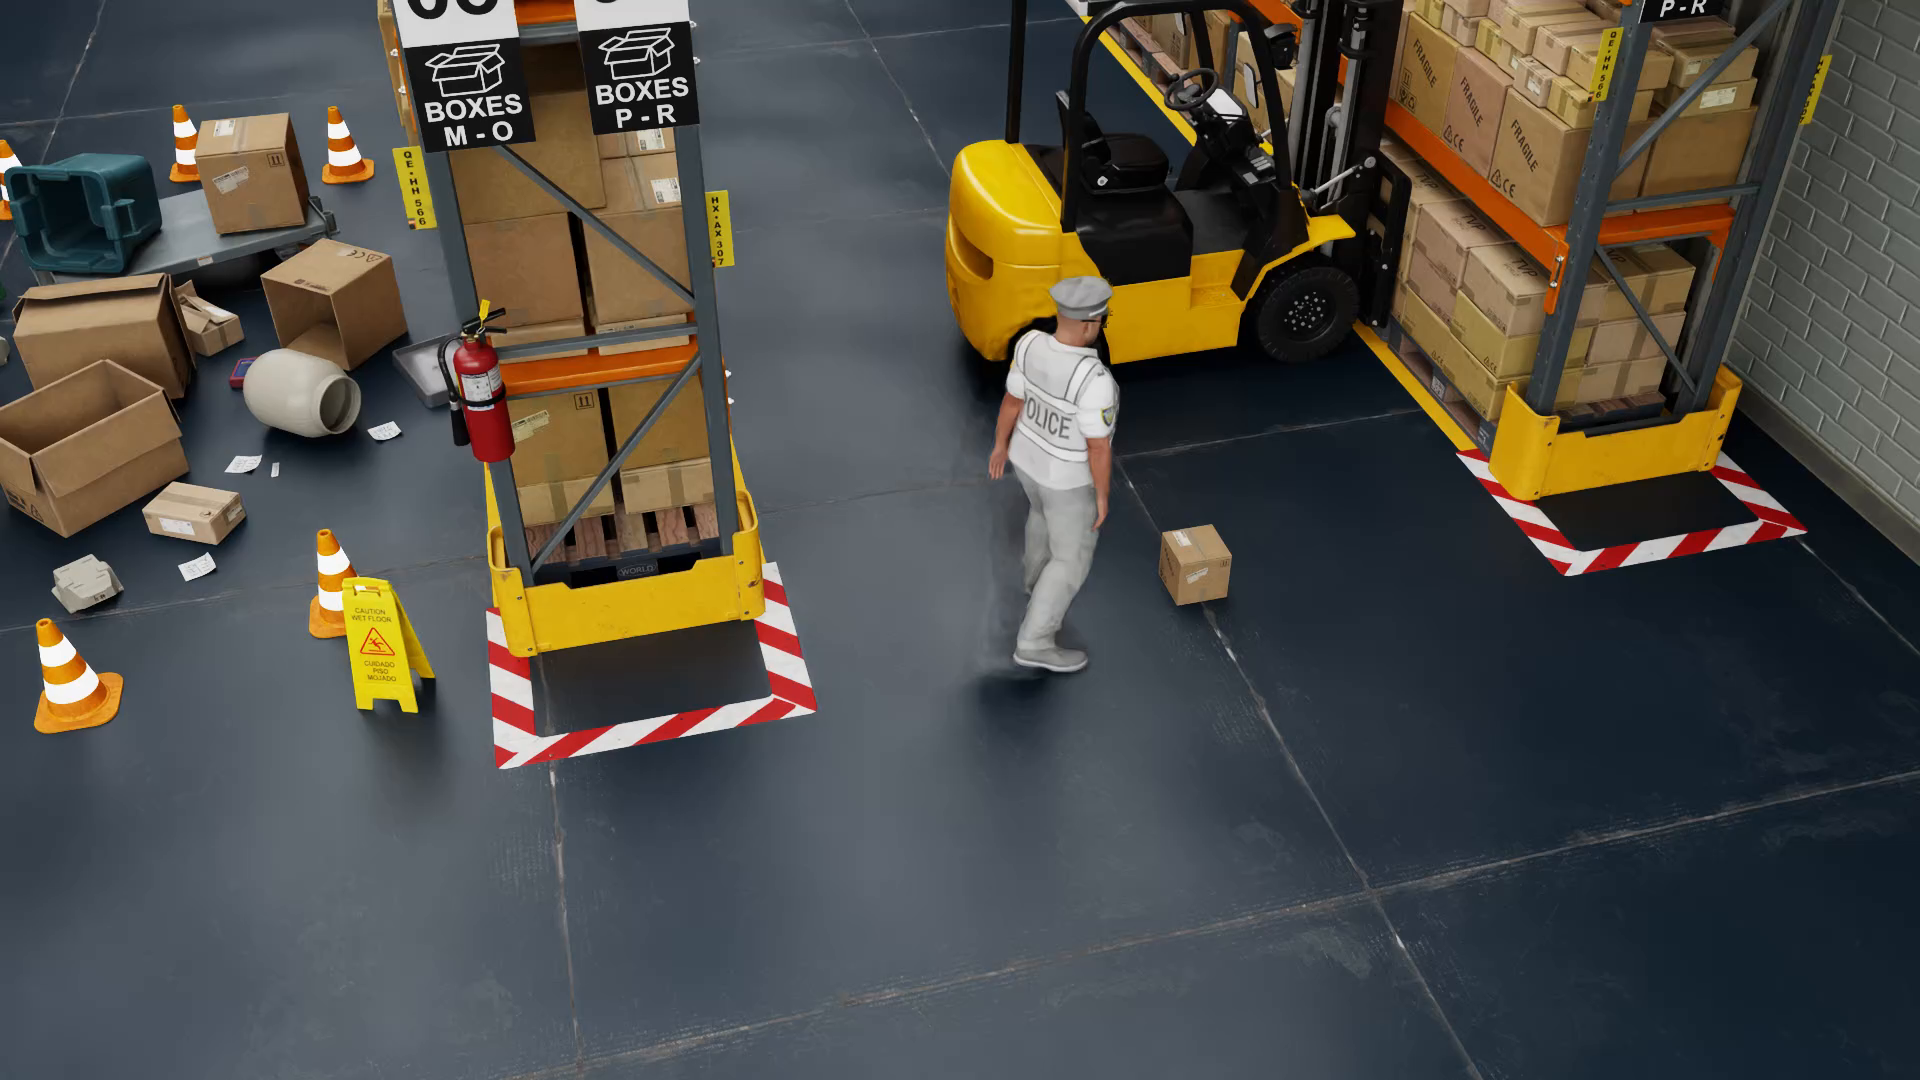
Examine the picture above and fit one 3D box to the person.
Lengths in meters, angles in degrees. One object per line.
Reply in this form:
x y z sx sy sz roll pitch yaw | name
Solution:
0.431 -0.300 7.085 0.718 1.715 0.683 -27 45 -30 | person
